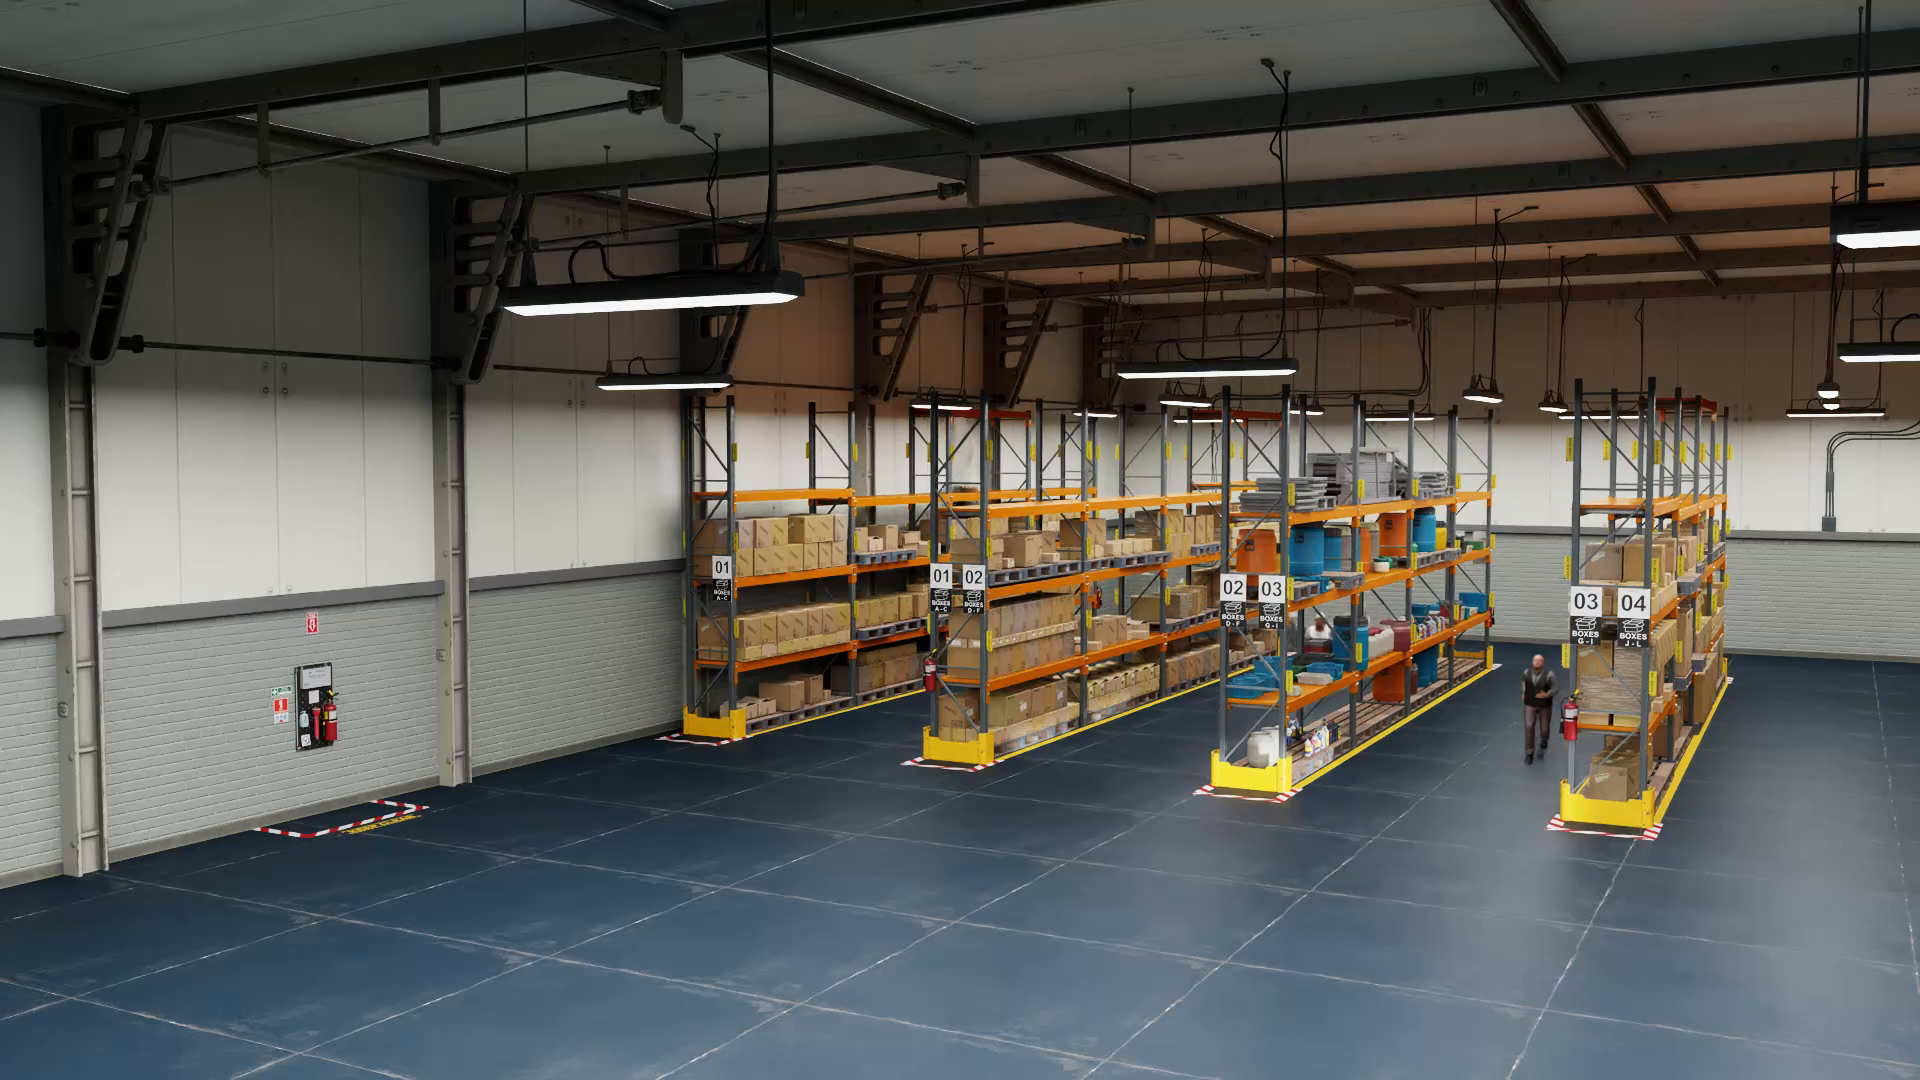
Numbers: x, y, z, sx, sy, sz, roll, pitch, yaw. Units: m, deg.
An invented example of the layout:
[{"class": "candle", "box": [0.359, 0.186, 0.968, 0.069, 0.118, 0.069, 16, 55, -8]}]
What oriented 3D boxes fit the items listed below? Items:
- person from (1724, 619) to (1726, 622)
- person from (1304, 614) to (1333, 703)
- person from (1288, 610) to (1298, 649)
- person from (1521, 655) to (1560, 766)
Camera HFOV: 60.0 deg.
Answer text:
[{"class": "person", "box": [16.911, 2.129, 37.624, 0.688, 1.786, 0.927, -3, 4, -42]}, {"class": "person", "box": [7.262, 2.357, 33.572, 0.707, 1.770, 0.977, 1, 3, 24]}, {"class": "person", "box": [8.380, 1.938, 41.740, 0.658, 1.834, 0.745, -2, 4, -38]}, {"class": "person", "box": [9.419, 2.729, 27.021, 0.624, 1.739, 1.117, 1, 3, 24]}]
